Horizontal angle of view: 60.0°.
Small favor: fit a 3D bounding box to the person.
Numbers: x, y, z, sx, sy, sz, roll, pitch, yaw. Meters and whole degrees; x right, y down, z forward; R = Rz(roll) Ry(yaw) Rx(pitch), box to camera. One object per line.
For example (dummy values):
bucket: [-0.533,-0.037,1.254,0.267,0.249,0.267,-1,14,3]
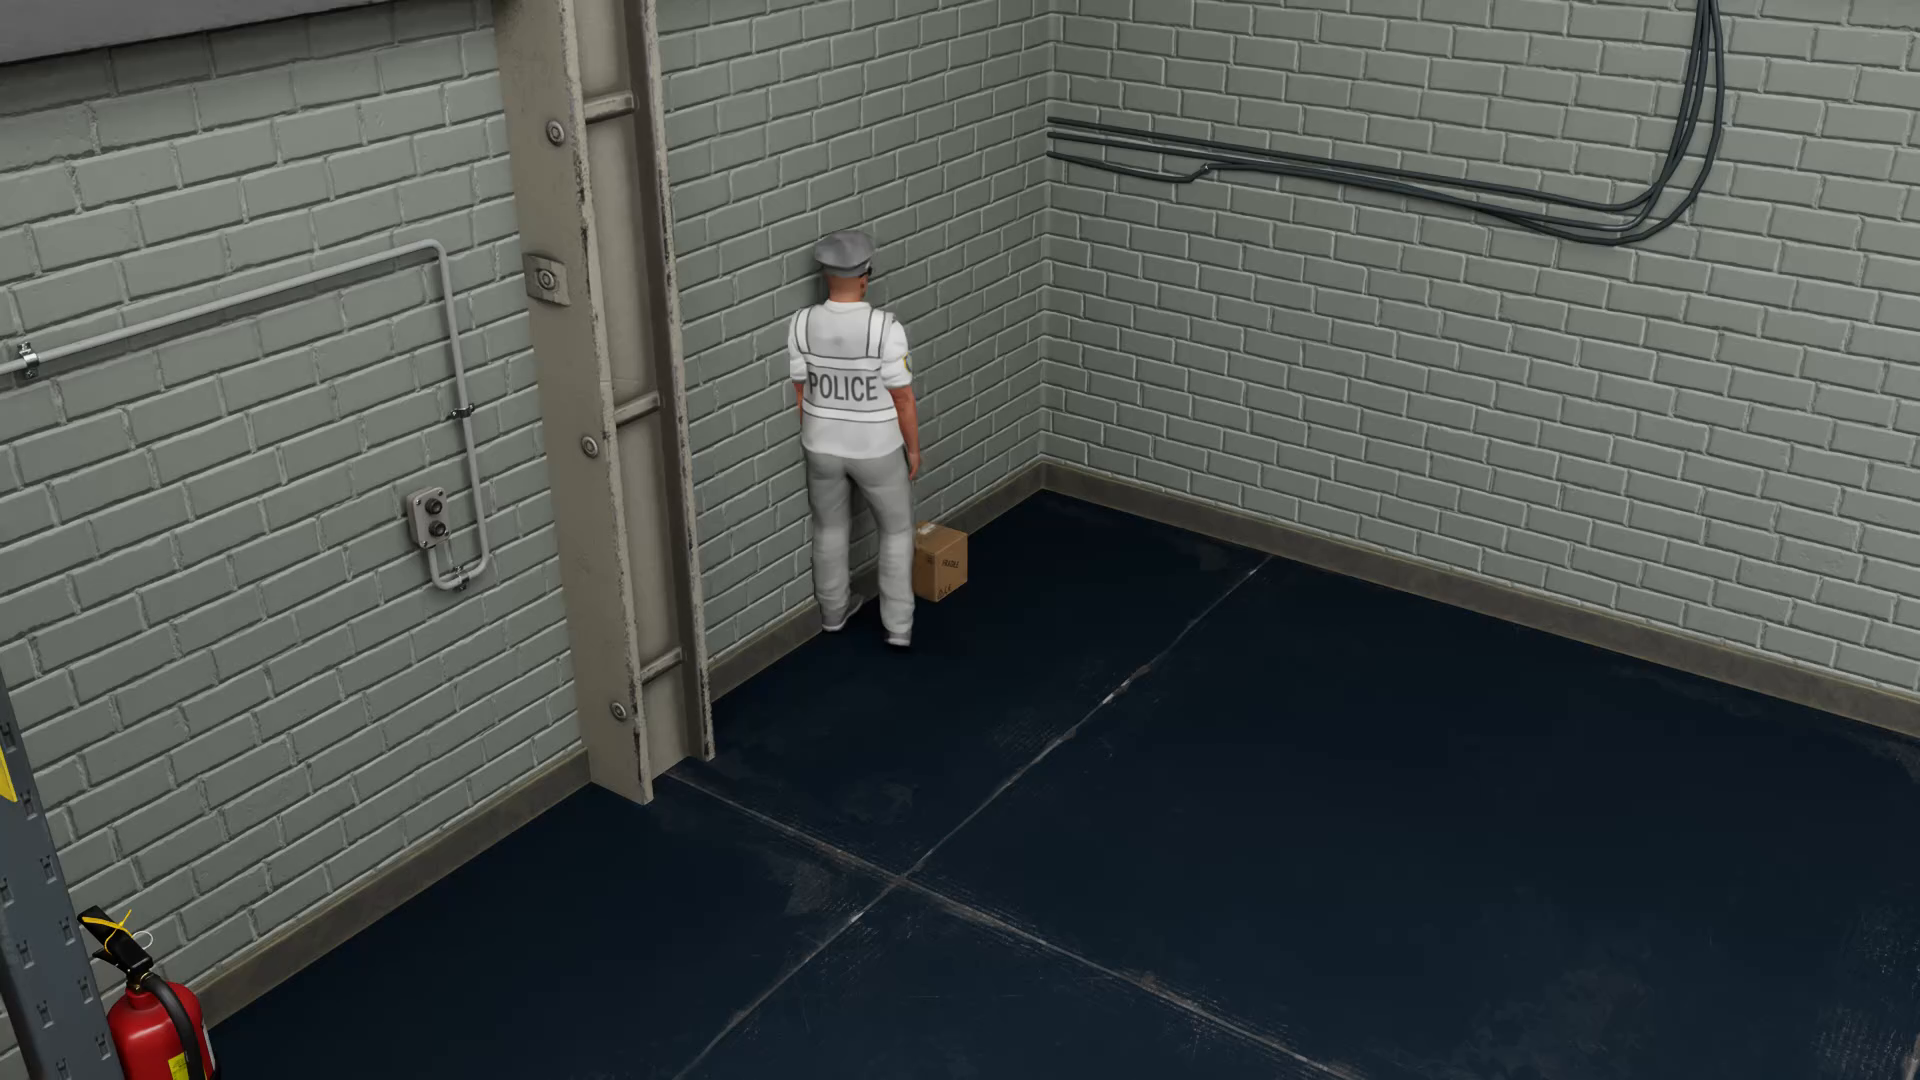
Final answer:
person: [-0.432,-0.383,6.908,0.564,1.833,0.445,7,28,14]
